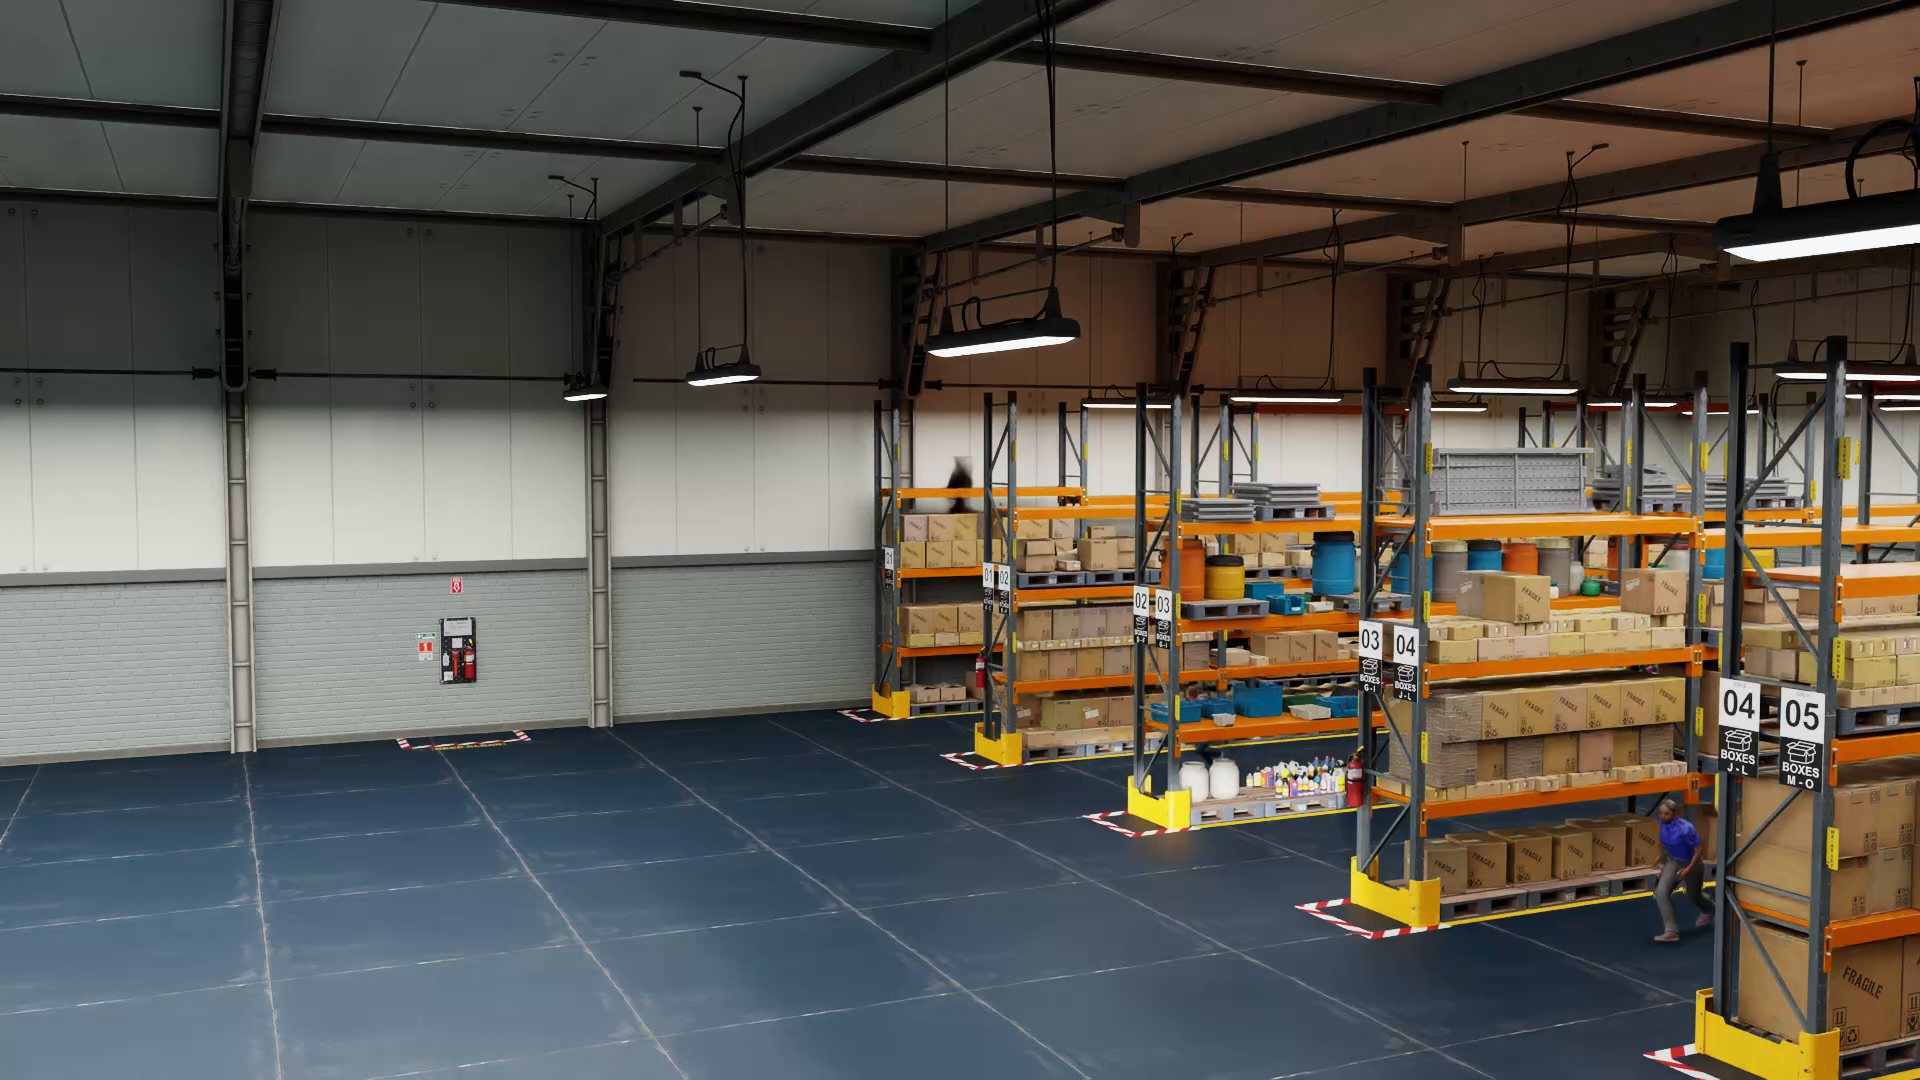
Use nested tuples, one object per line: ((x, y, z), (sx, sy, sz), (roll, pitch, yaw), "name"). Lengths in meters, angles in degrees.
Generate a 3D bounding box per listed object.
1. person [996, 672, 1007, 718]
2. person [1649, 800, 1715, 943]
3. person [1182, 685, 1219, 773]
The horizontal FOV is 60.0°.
((0.996, 2.646, 29.100), (0.722, 1.760, 0.630), (-2, 4, -30), "person")
((7.566, 3.453, 17.298), (0.999, 1.425, 0.555), (-2, 4, -31), "person")
((3.720, 2.951, 25.631), (0.777, 1.441, 0.571), (-2, 4, -31), "person")
